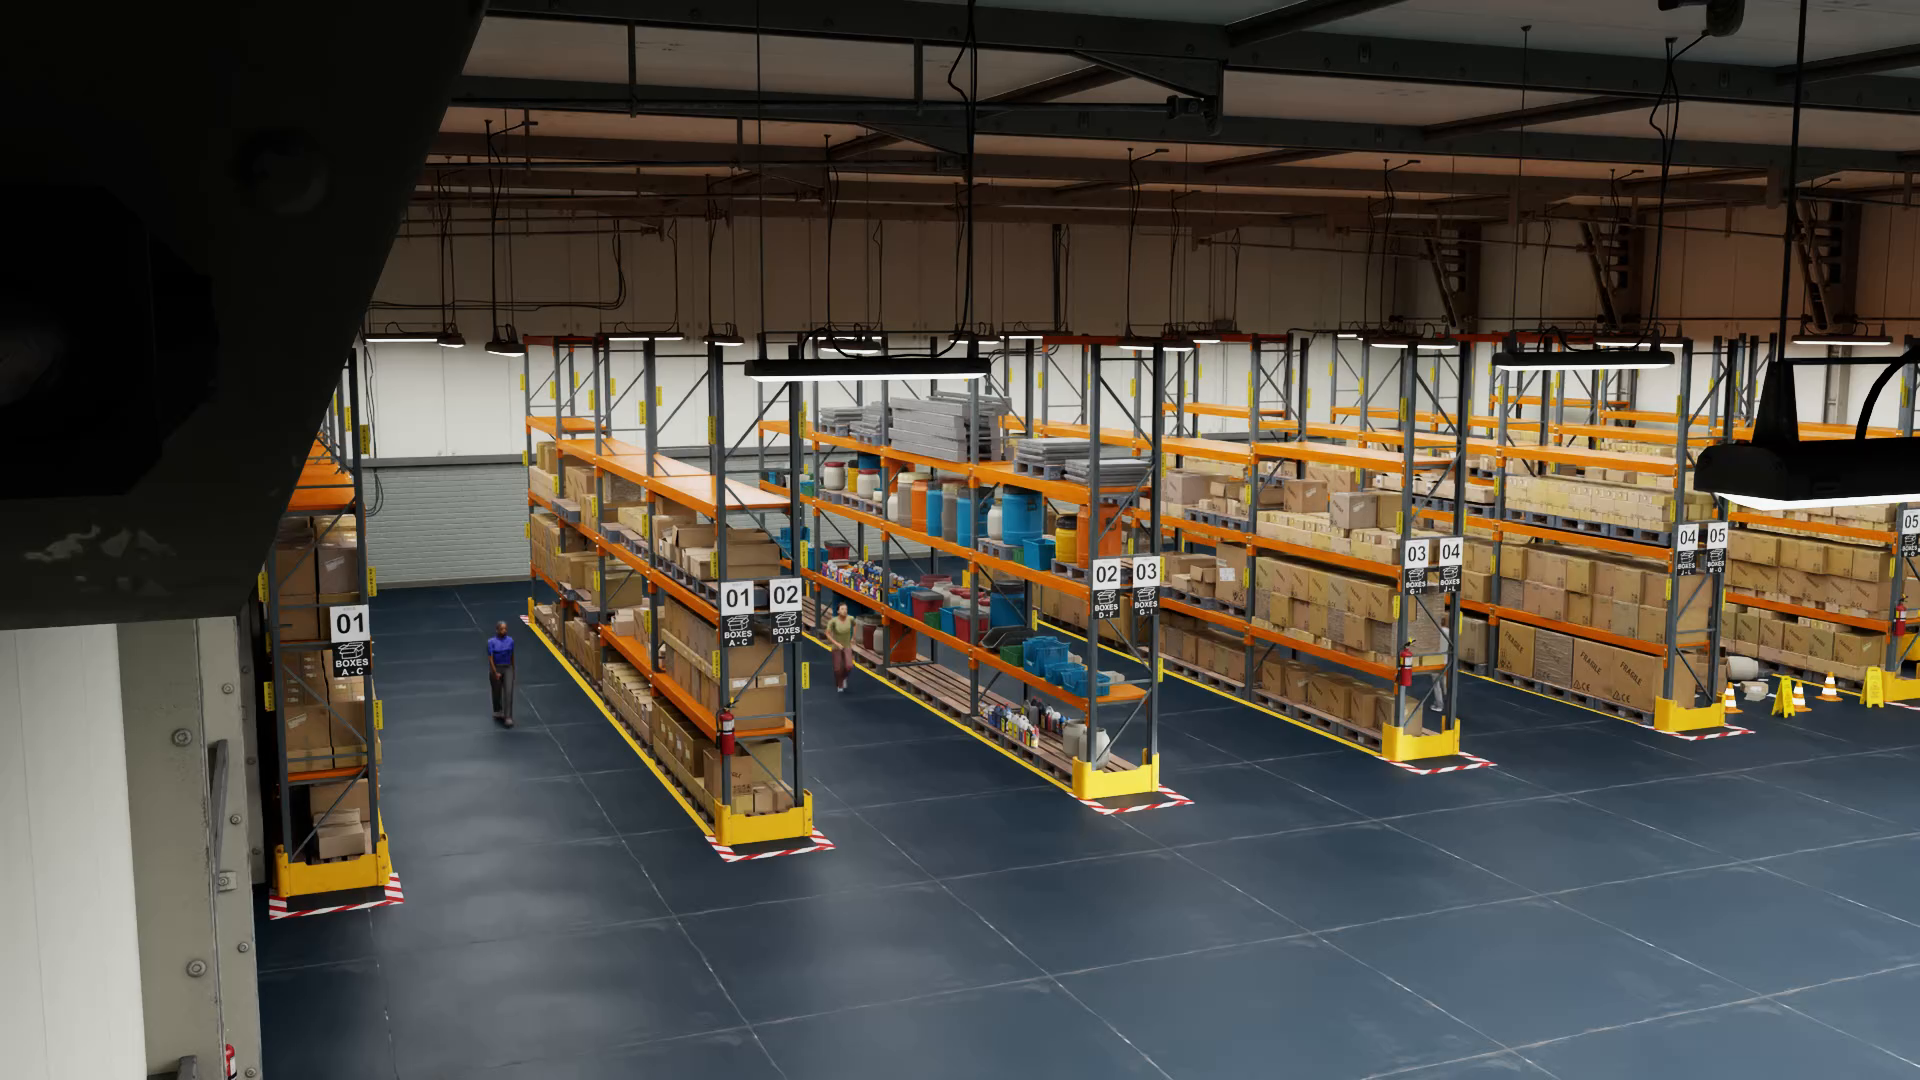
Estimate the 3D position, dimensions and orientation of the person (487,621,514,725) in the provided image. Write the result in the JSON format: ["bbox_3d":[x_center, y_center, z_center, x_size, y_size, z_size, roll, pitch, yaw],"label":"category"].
[{"bbox_3d":[-7.186,2.070,26.114,0.436,1.577,0.981,-3,8,-23],"label":"person"}]

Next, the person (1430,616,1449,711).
[{"bbox_3d":[7.752,1.984,26.820,0.438,1.597,0.441,-3,8,-19],"label":"person"}]

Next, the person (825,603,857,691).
[{"bbox_3d":[-2.005,1.813,28.152,0.582,1.586,0.697,-2,8,-12],"label":"person"}]
